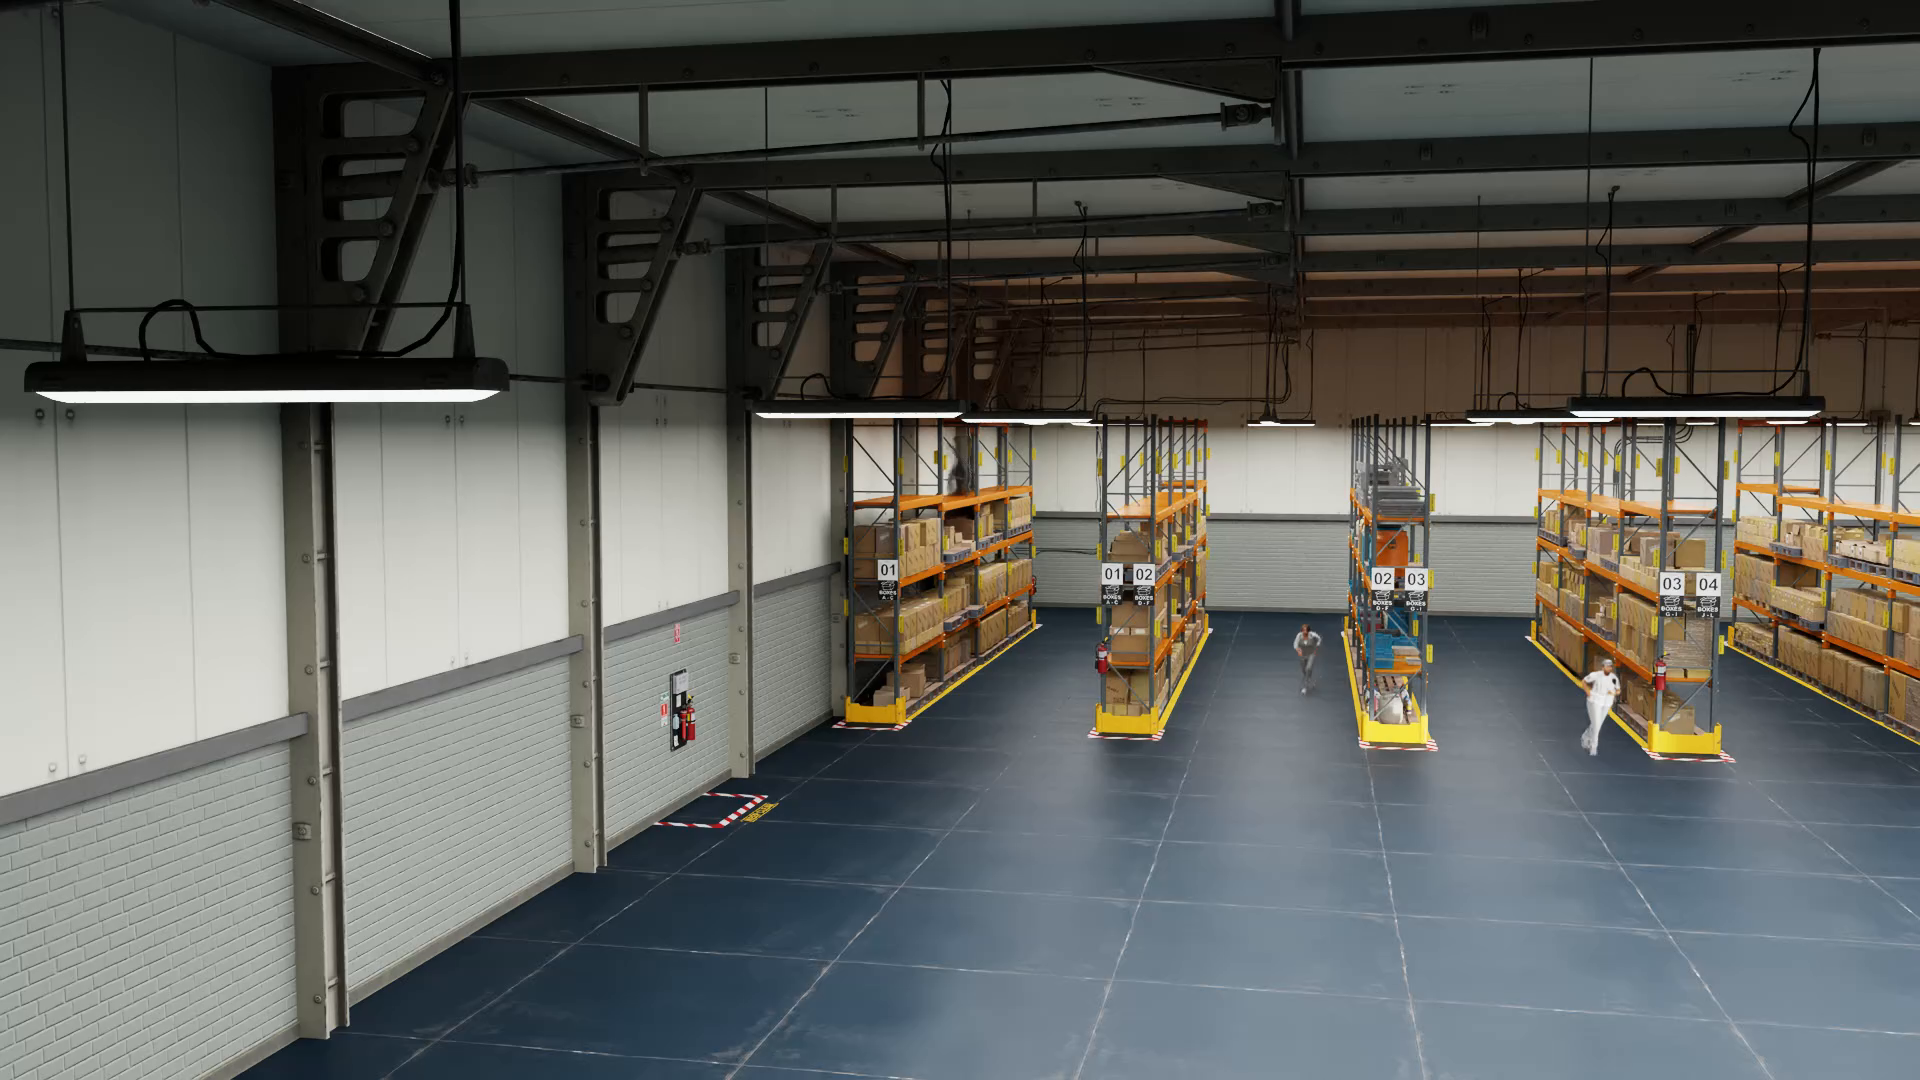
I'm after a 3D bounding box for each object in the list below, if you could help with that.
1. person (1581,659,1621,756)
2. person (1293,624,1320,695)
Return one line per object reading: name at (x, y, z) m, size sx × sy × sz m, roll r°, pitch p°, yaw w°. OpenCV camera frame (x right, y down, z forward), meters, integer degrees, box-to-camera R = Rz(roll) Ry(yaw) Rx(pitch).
person at (11.363, 2.954, 29.533) m, size 0.647 × 1.710 × 0.769 m, roll -1°, pitch 4°, yaw -9°
person at (7.552, 2.569, 36.212) m, size 0.572 × 1.547 × 0.916 m, roll 1°, pitch 4°, yaw 13°
